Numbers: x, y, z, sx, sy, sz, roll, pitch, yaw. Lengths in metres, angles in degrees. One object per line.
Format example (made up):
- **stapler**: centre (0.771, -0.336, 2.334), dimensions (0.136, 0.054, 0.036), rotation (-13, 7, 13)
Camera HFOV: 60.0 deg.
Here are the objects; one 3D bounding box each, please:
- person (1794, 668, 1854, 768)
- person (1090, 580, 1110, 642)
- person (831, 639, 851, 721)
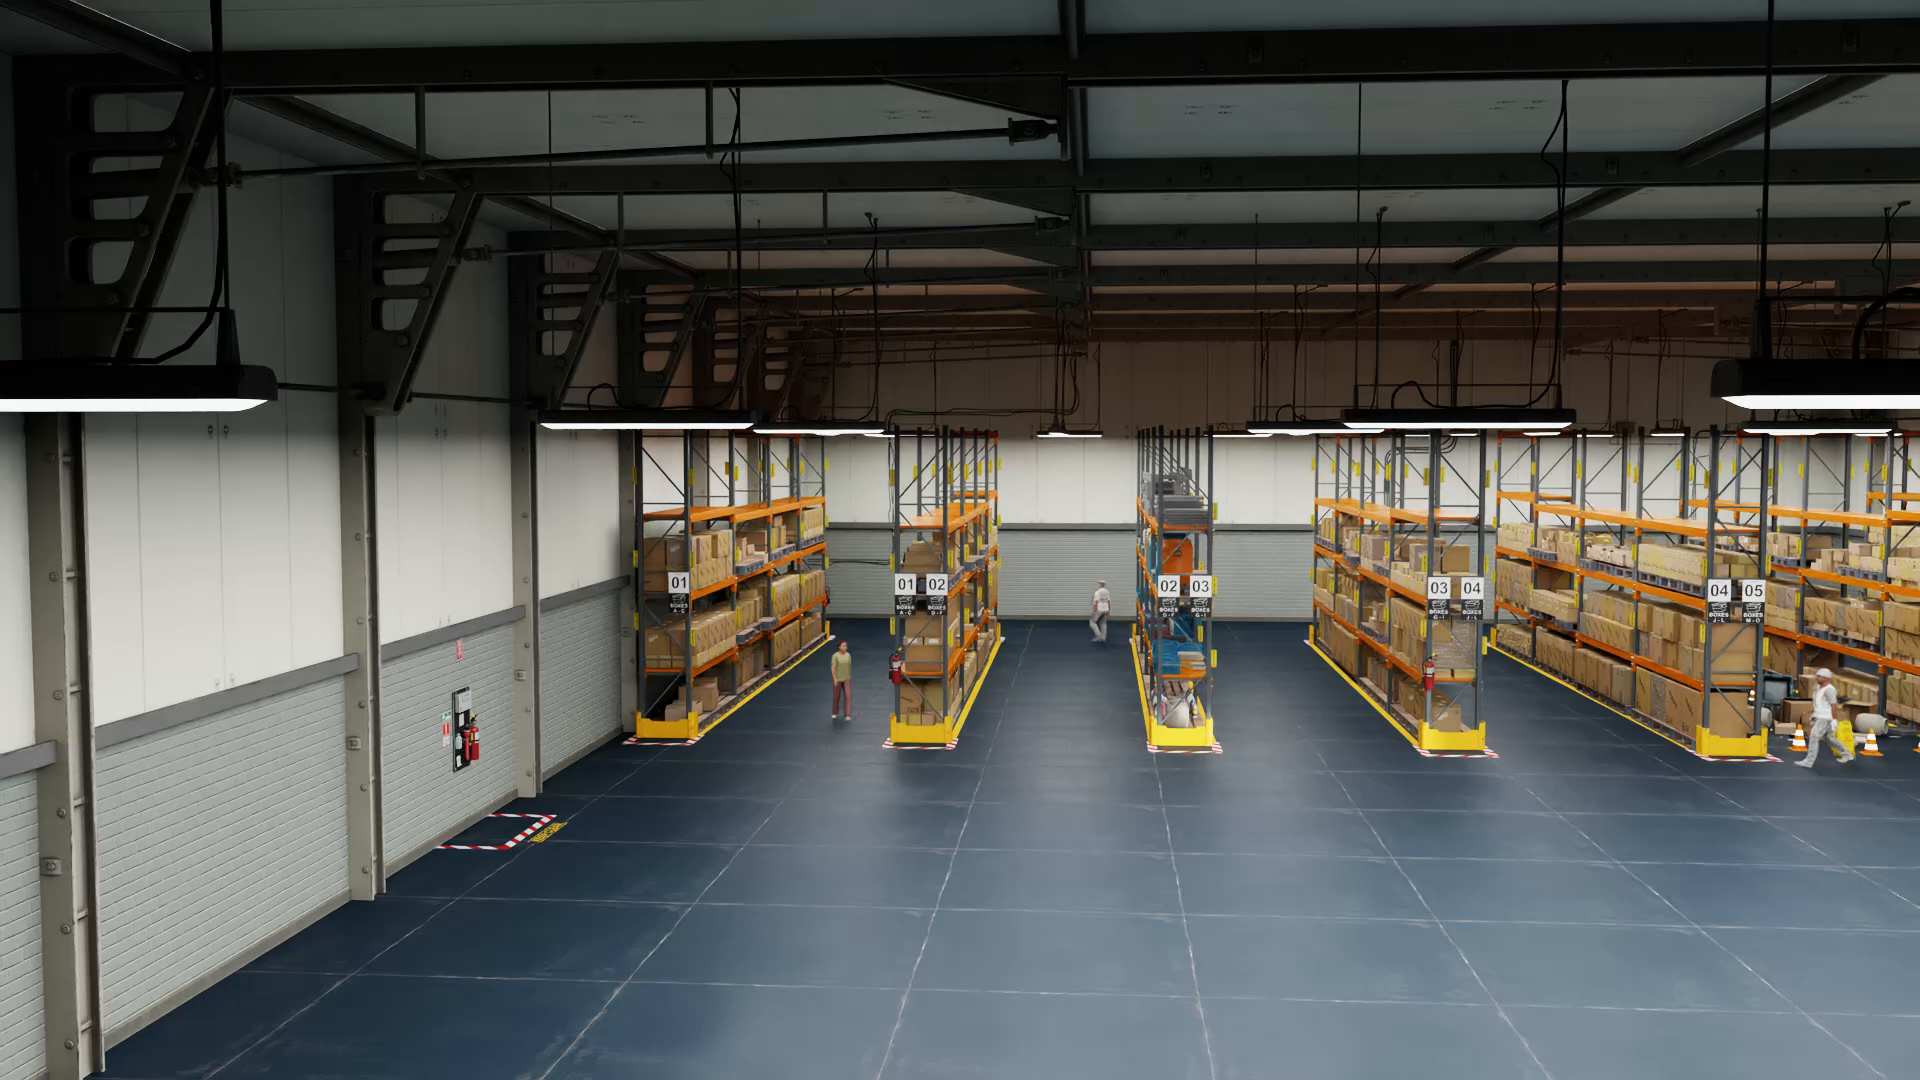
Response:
- **person**: centre (15.099, 3.104, 29.003), dimensions (1.065, 1.745, 0.558), rotation (0, 3, 5)
- **person**: centre (3.975, 2.017, 47.073), dimensions (0.703, 1.761, 0.471), rotation (-3, 4, -38)
- **person**: centre (-2.399, 2.859, 33.819), dimensions (0.448, 1.623, 0.860), rotation (-1, 4, -17)
